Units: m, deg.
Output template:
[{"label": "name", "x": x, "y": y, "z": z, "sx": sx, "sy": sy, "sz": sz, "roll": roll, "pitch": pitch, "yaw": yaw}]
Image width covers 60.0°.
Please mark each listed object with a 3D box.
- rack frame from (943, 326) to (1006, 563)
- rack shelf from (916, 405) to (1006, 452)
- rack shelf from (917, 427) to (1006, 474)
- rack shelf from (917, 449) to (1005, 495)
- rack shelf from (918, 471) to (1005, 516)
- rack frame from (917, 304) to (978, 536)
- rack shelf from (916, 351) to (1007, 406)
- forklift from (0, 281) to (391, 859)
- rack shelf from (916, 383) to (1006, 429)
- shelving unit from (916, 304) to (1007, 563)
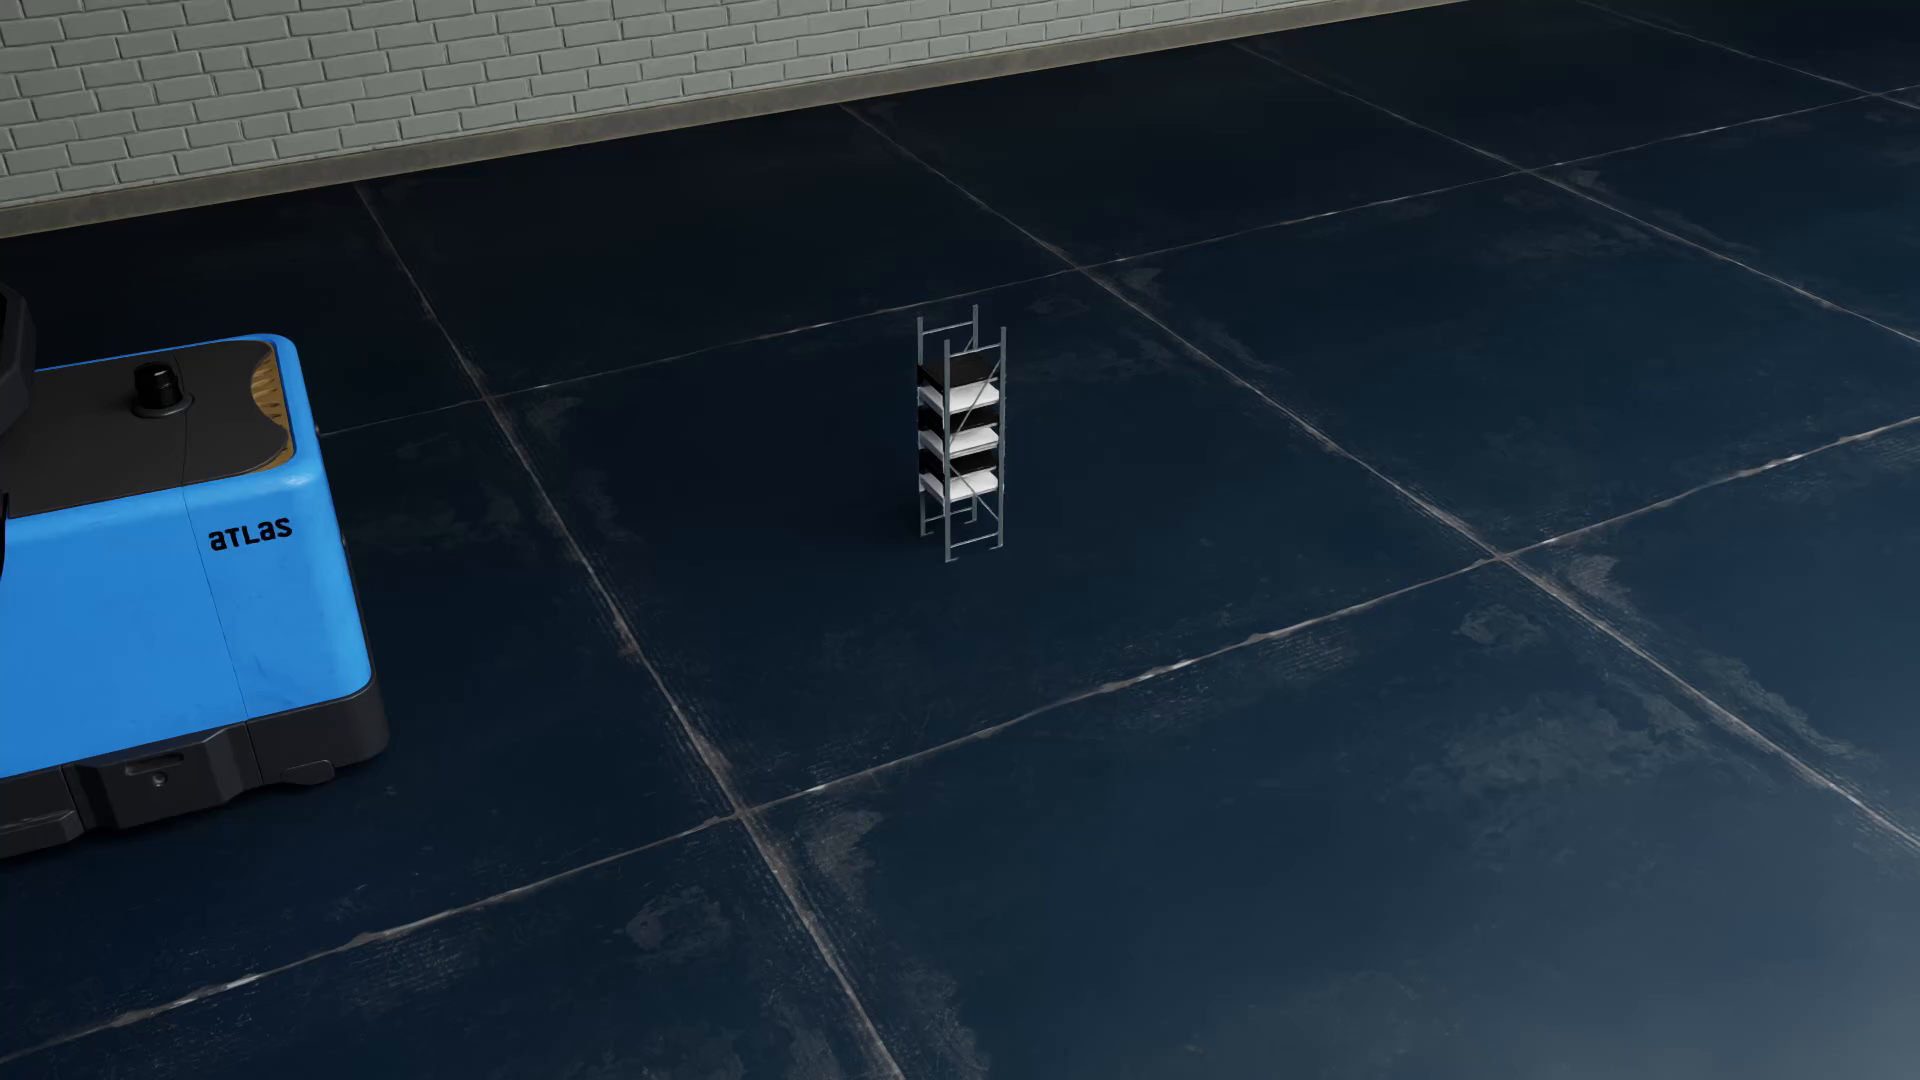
[{"label": "rack frame", "x": 0.051, "y": -0.327, "z": 5.925, "sx": 0.240, "sy": 0.900, "sz": 0.006, "roll": -16, "pitch": 36, "yaw": -23}, {"label": "rack shelf", "x": 0.004, "y": -0.423, "z": 5.971, "sx": 0.258, "sy": 0.077, "sz": 0.200, "roll": -16, "pitch": 36, "yaw": -23}, {"label": "rack shelf", "x": 0.004, "y": -0.347, "z": 6.019, "sx": 0.258, "sy": 0.077, "sz": 0.200, "roll": -16, "pitch": 36, "yaw": -23}, {"label": "rack shelf", "x": 0.004, "y": -0.271, "z": 6.068, "sx": 0.258, "sy": 0.077, "sz": 0.200, "roll": -16, "pitch": 36, "yaw": -23}, {"label": "rack shelf", "x": 0.004, "y": -0.195, "z": 6.116, "sx": 0.258, "sy": 0.077, "sz": 0.200, "roll": -16, "pitch": 36, "yaw": -23}, {"label": "rack frame", "x": -0.044, "y": -0.424, "z": 6.077, "sx": 0.240, "sy": 0.900, "sz": 0.006, "roll": -16, "pitch": 36, "yaw": -23}, {"label": "rack shelf", "x": 0.004, "y": -0.574, "z": 5.874, "sx": 0.258, "sy": 0.077, "sz": 0.200, "roll": -16, "pitch": 36, "yaw": -23}, {"label": "forklift", "x": -3.330, "y": -0.454, "z": 4.241, "sx": 3.031, "sy": 2.935, "sz": 1.130, "roll": -13, "pitch": 35, "yaw": -20}, {"label": "rack shelf", "x": 0.004, "y": -0.499, "z": 5.922, "sx": 0.258, "sy": 0.077, "sz": 0.200, "roll": -16, "pitch": 36, "yaw": -23}, {"label": "shelving unit", "x": 0.004, "y": -0.375, "z": 6.001, "sx": 0.258, "sy": 0.900, "sz": 0.210, "roll": -16, "pitch": 36, "yaw": -23}]
